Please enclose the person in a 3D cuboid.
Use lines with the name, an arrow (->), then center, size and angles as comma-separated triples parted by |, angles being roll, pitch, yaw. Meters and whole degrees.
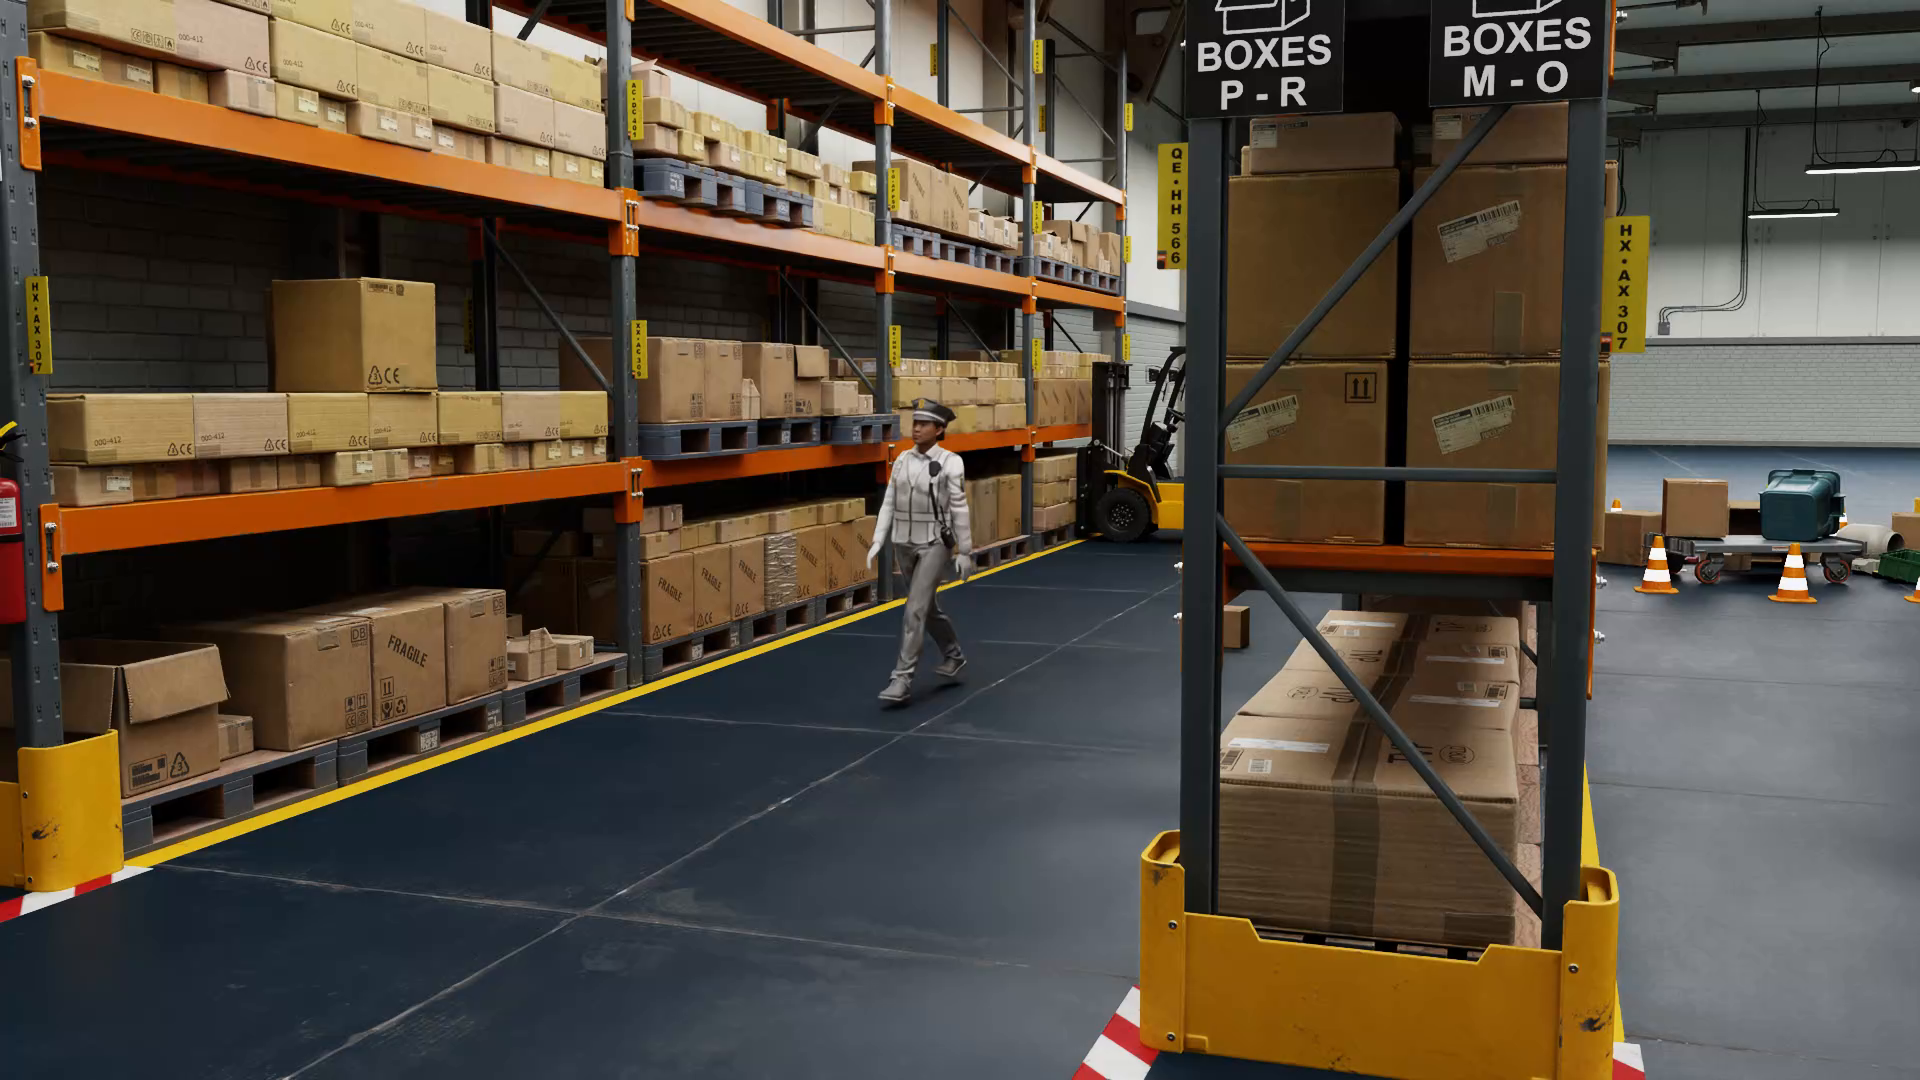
person -> -0.231, 0.027, 9.250 | 0.511, 1.636, 0.995 | 4, 6, 34
